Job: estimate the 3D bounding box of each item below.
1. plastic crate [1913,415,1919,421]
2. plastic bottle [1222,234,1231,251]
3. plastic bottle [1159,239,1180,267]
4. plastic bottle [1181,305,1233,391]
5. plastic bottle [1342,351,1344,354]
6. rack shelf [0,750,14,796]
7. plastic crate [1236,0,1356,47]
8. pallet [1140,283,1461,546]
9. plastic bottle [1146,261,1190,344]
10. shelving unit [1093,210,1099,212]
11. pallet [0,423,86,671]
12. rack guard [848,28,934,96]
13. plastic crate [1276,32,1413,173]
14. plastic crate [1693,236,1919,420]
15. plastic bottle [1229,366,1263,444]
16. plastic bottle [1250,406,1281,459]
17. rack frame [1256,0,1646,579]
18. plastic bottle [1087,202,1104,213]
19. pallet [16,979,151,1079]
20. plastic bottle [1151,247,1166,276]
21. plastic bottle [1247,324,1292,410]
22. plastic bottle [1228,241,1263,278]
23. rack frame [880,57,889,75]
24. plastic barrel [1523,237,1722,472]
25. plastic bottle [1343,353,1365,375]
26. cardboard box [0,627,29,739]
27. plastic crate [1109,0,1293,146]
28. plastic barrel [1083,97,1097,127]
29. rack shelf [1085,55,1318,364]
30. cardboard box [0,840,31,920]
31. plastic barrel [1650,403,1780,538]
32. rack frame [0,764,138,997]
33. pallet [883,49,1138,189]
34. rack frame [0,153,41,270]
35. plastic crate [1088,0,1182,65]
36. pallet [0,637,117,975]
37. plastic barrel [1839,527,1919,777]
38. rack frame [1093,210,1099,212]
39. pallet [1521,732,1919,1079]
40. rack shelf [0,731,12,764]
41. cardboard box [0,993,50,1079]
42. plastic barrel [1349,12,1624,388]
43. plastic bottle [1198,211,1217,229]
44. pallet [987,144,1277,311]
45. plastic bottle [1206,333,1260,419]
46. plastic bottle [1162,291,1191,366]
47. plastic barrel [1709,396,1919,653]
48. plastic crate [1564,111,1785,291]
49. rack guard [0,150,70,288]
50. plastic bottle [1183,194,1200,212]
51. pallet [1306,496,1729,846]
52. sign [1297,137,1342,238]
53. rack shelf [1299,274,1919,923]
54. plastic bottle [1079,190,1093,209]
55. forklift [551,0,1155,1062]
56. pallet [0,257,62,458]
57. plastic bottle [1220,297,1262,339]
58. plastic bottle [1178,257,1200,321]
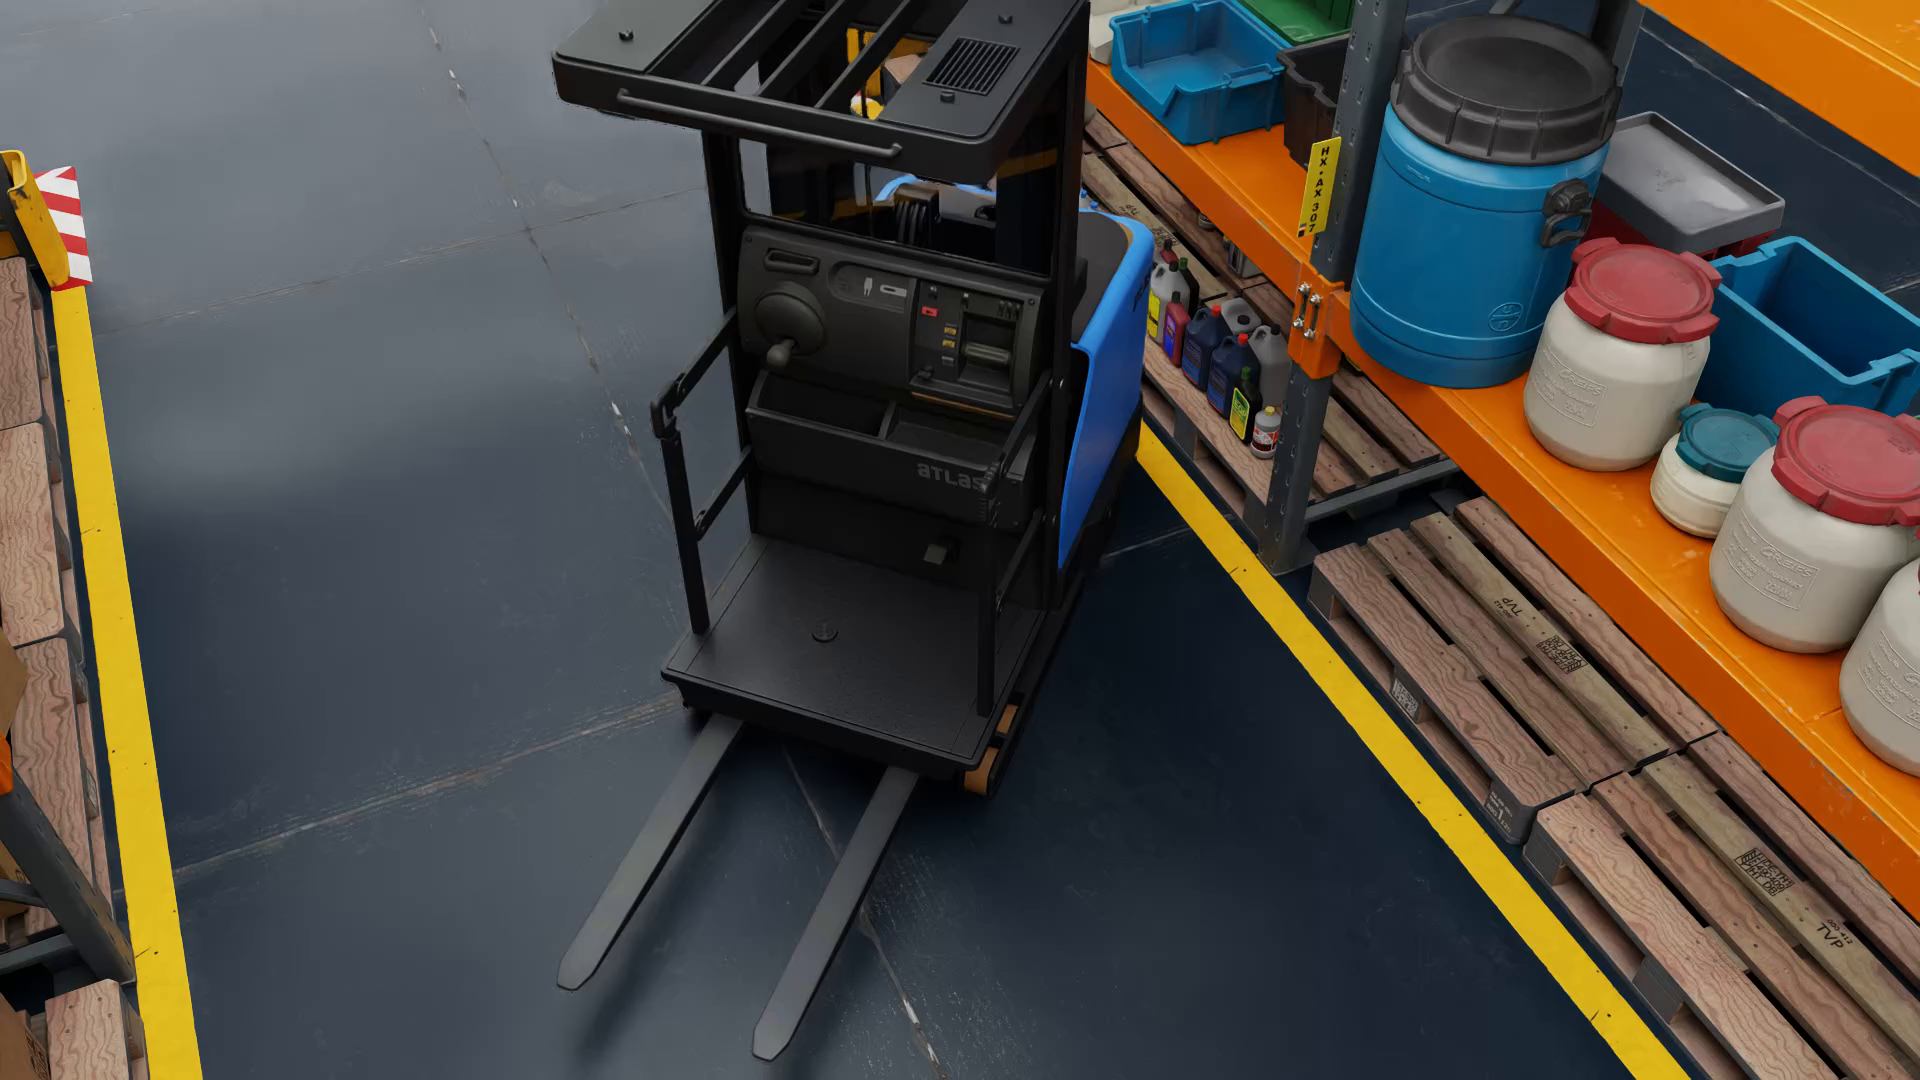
[{"bbox_3d":[2.568,-0.010,4.275,0.450,0.188,0.662,-18,47,-17],"label":"plastic crate"},{"bbox_3d":[1.190,-1.355,7.167,0.097,0.201,0.097,0,45,0],"label":"plastic bottle"},{"bbox_3d":[0.863,-1.091,6.841,0.061,0.283,0.133,-18,47,-17],"label":"plastic bottle"},{"bbox_3d":[0.967,-0.773,6.470,0.144,0.351,0.185,-20,48,-19],"label":"plastic bottle"},{"bbox_3d":[1.486,-0.920,6.619,0.144,0.351,0.185,-18,47,-17],"label":"plastic bottle"},{"bbox_3d":[-2.073,1.882,2.719,1.077,0.370,4.000,-18,47,-17],"label":"rack shelf"},{"bbox_3d":[1.265,-1.985,6.276,0.450,0.188,0.662,-18,47,-17],"label":"plastic crate"},{"bbox_3d":[1.335,-0.559,6.667,1.003,0.211,1.213,-18,47,-17],"label":"pallet"},{"bbox_3d":[0.831,-0.979,6.679,0.144,0.351,0.185,-18,47,-18],"label":"plastic bottle"},{"bbox_3d":[0.369,-0.872,6.493,0.258,0.900,0.210,15,46,14],"label":"shelving unit"},{"bbox_3d":[-3.745,0.148,5.950,1.003,0.211,1.213,-18,47,-17],"label":"pallet"},{"bbox_3d":[-0.027,-2.736,8.667,1.175,0.500,0.348,-18,47,-17],"label":"rack guard"},{"bbox_3d":[1.475,-1.461,5.639,0.767,0.338,0.504,-18,47,-17],"label":"plastic crate"},{"bbox_3d":[2.326,-0.495,4.627,0.392,0.384,0.575,-18,47,-17],"label":"plastic crate"},{"bbox_3d":[1.078,-0.510,6.252,0.061,0.283,0.133,-16,47,-15],"label":"plastic bottle"},{"bbox_3d":[1.145,-0.411,6.210,0.097,0.201,0.097,0,45,0],"label":"plastic bottle"},{"bbox_3d":[1.580,-1.112,5.241,1.000,3.000,0.127,-18,47,-17],"label":"rack frame"},{"bbox_3d":[0.564,-1.316,7.078,0.097,0.271,0.097,0,45,0],"label":"plastic bottle"},{"bbox_3d":[-2.585,1.839,4.235,1.003,0.211,1.213,-18,47,-17],"label":"pallet"},{"bbox_3d":[0.766,-1.057,6.811,0.152,0.276,0.135,-17,47,-17],"label":"plastic bottle"},{"bbox_3d":[1.178,-0.693,6.390,0.144,0.351,0.185,-18,47,-17],"label":"plastic bottle"},{"bbox_3d":[1.235,-1.267,7.024,0.152,0.276,0.135,-18,47,-17],"label":"plastic bottle"},{"bbox_3d":[-0.102,-3.661,7.824,1.000,3.000,0.127,-18,47,-17],"label":"rack frame"},{"bbox_3d":[1.783,-0.485,4.510,0.433,0.535,0.433,0,45,0],"label":"plastic barrel"},{"bbox_3d":[1.587,-0.800,6.546,0.061,0.283,0.133,-18,47,-17],"label":"plastic bottle"},{"bbox_3d":[-3.293,0.462,5.127,0.500,0.500,0.500,-5,45,-5],"label":"cardboard box"},{"bbox_3d":[0.868,-1.684,5.927,0.499,0.251,0.616,-18,47,-17],"label":"plastic crate"},{"bbox_3d":[0.455,-2.208,7.825,0.421,0.512,0.421,0,45,0],"label":"plastic barrel"},{"bbox_3d":[0.739,-2.130,6.785,1.077,0.370,4.000,-18,47,-17],"label":"rack shelf"},{"bbox_3d":[-3.046,0.825,4.759,0.500,0.500,0.500,-19,48,-19],"label":"cardboard box"},{"bbox_3d":[1.997,-0.174,4.389,0.301,0.262,0.301,0,45,0],"label":"plastic barrel"},{"bbox_3d":[-2.914,0.351,3.758,1.000,3.000,0.127,-18,47,-17],"label":"rack frame"},{"bbox_3d":[0.309,-2.114,8.242,1.003,0.211,1.213,-18,47,-17],"label":"pallet"},{"bbox_3d":[-4.596,-2.198,6.342,1.000,3.000,0.127,-18,47,-17],"label":"rack frame"},{"bbox_3d":[0.667,-1.978,6.306,0.530,0.136,0.437,-18,47,-17],"label":"plastic crate"},{"bbox_3d":[-3.228,0.926,5.161,1.003,0.211,1.213,-18,47,-17],"label":"pallet"},{"bbox_3d":[2.274,0.258,3.756,0.433,0.535,0.433,0,45,0],"label":"plastic barrel"},{"bbox_3d":[0.405,-0.939,6.561,0.240,0.900,0.006,15,46,14],"label":"rack frame"},{"bbox_3d":[2.462,1.149,4.936,1.003,0.211,1.213,-18,47,-17],"label":"pallet"},{"bbox_3d":[-3.755,-0.667,5.303,1.077,0.370,4.000,-18,47,-17],"label":"rack shelf"},{"bbox_3d":[-2.675,1.482,4.079,0.700,0.500,0.500,-22,49,-20],"label":"cardboard box"},{"bbox_3d":[1.468,-0.954,4.725,0.600,0.901,0.708,-18,47,-17],"label":"plastic barrel"},{"bbox_3d":[1.102,-1.474,7.288,0.097,0.201,0.097,0,45,0],"label":"plastic bottle"},{"bbox_3d":[0.819,-1.338,7.456,1.003,0.211,1.213,-18,47,-17],"label":"pallet"},{"bbox_3d":[1.048,-0.651,6.346,0.144,0.351,0.185,-19,48,-18],"label":"plastic bottle"},{"bbox_3d":[0.861,-0.840,6.587,0.061,0.283,0.133,-15,47,-15],"label":"plastic bottle"},{"bbox_3d":[2.092,-0.018,4.036,0.433,0.535,0.433,0,45,0],"label":"plastic barrel"},{"bbox_3d":[2.061,-0.916,4.997,0.402,0.464,0.583,-18,47,-17],"label":"plastic crate"},{"bbox_3d":[-4.564,-1.260,7.171,1.175,0.500,0.348,-18,47,-17],"label":"rack guard"},{"bbox_3d":[1.053,-1.609,7.366,0.061,0.283,0.133,-18,47,-17],"label":"plastic bottle"},{"bbox_3d":[1.945,0.370,5.725,1.003,0.211,1.213,-18,47,-17],"label":"pallet"},{"bbox_3d":[1.076,-1.055,4.986,0.100,0.325,0.005,-18,47,-17],"label":"sign"},{"bbox_3d":[2.421,0.419,4.202,1.077,0.370,4.000,-18,47,-17],"label":"rack shelf"},{"bbox_3d":[0.522,-1.380,7.142,0.097,0.271,0.097,0,45,0],"label":"plastic bottle"},{"bbox_3d":[-0.292,-0.550,4.720,1.130,2.935,3.031,15,46,14],"label":"forklift"},{"bbox_3d":[-4.254,-0.629,6.737,1.003,0.211,1.213,-18,47,-17],"label":"pallet"},{"bbox_3d":[1.091,-0.806,6.557,0.152,0.276,0.135,-18,47,-17],"label":"plastic bottle"},{"bbox_3d":[0.913,-1.001,6.750,0.061,0.283,0.133,-18,47,-17],"label":"plastic bottle"}]
